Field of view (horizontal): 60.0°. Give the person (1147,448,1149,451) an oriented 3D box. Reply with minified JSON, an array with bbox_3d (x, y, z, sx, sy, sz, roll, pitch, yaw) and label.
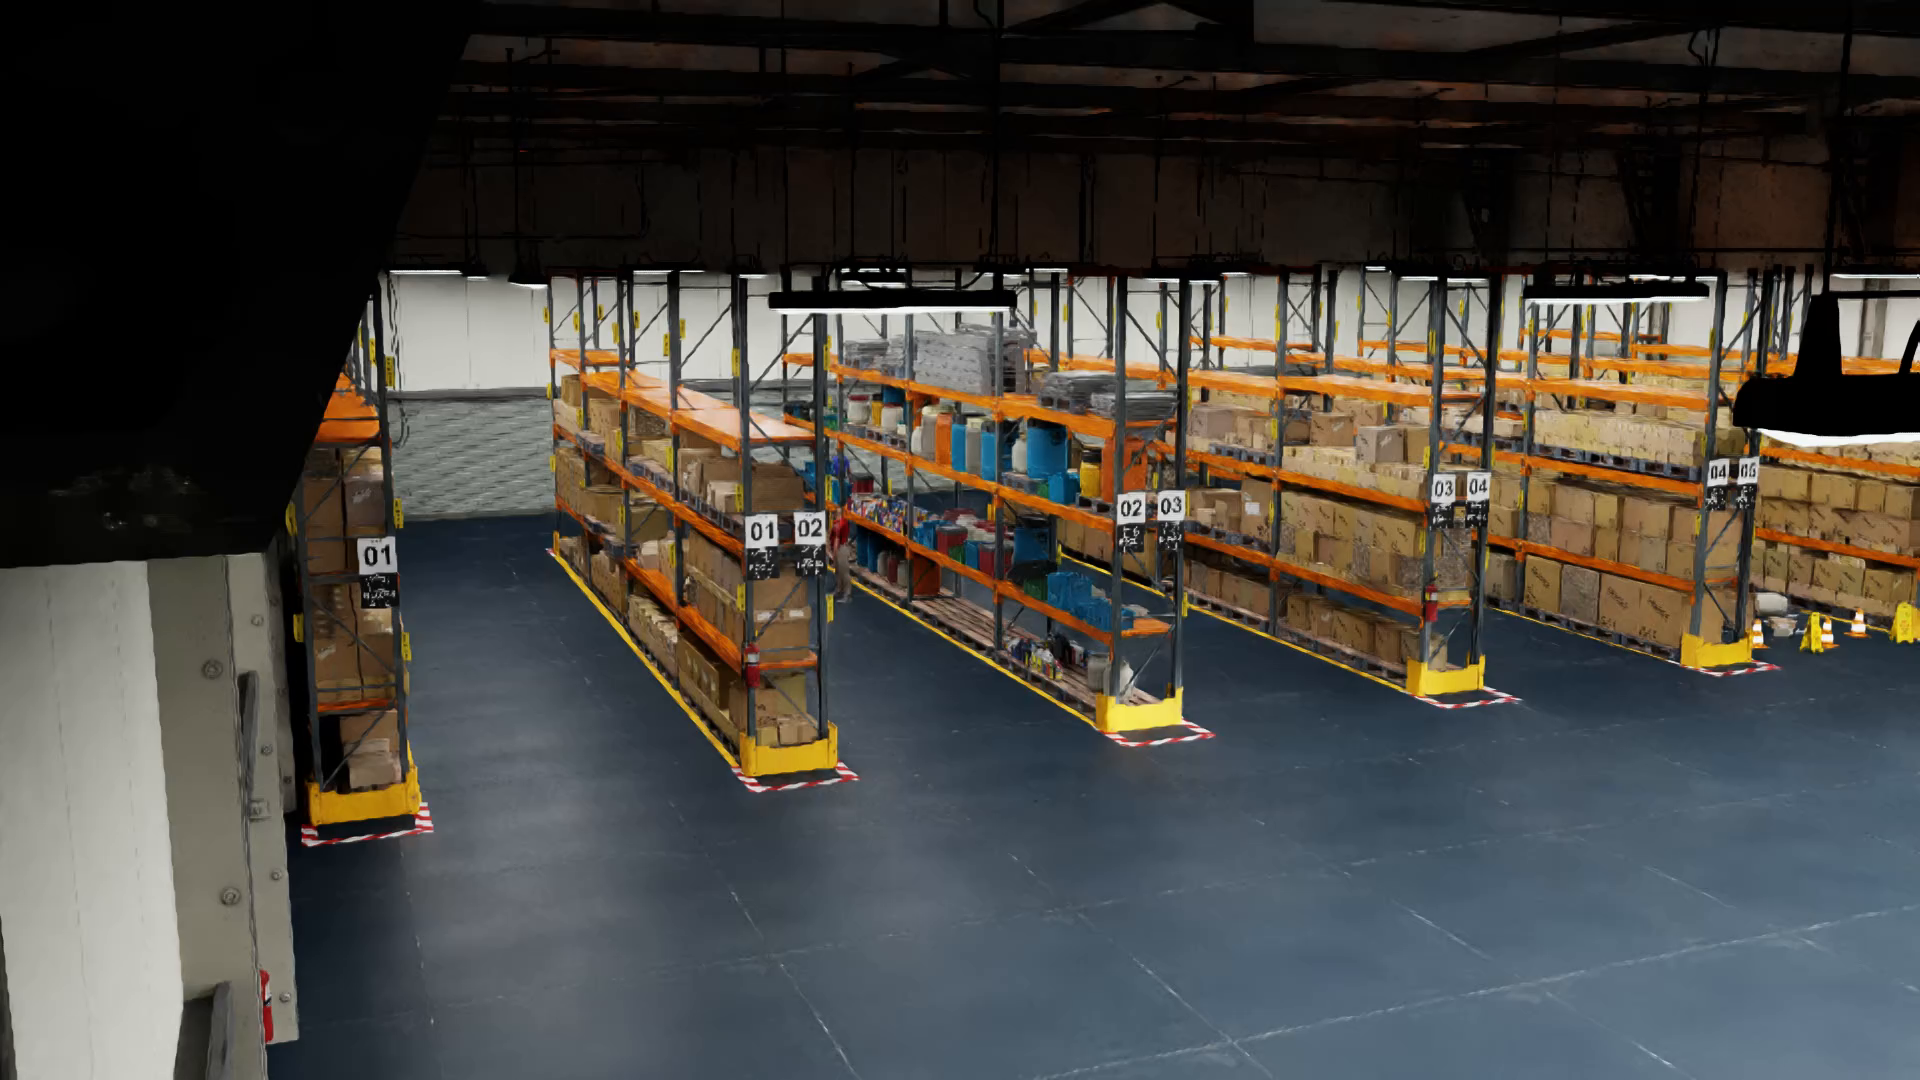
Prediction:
[{"bbox_3d":[4.519,-1.624,41.311,0.419,1.590,0.574,0,10,2],"label":"person"}]

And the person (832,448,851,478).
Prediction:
[{"bbox_3d":[-2.924,-1.510,40.689,0.454,1.583,0.998,-4,11,-22],"label":"person"}]

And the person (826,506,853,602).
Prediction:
[{"bbox_3d":[-2.213,0.231,30.264,0.586,1.723,0.653,1,10,7],"label":"person"}]
